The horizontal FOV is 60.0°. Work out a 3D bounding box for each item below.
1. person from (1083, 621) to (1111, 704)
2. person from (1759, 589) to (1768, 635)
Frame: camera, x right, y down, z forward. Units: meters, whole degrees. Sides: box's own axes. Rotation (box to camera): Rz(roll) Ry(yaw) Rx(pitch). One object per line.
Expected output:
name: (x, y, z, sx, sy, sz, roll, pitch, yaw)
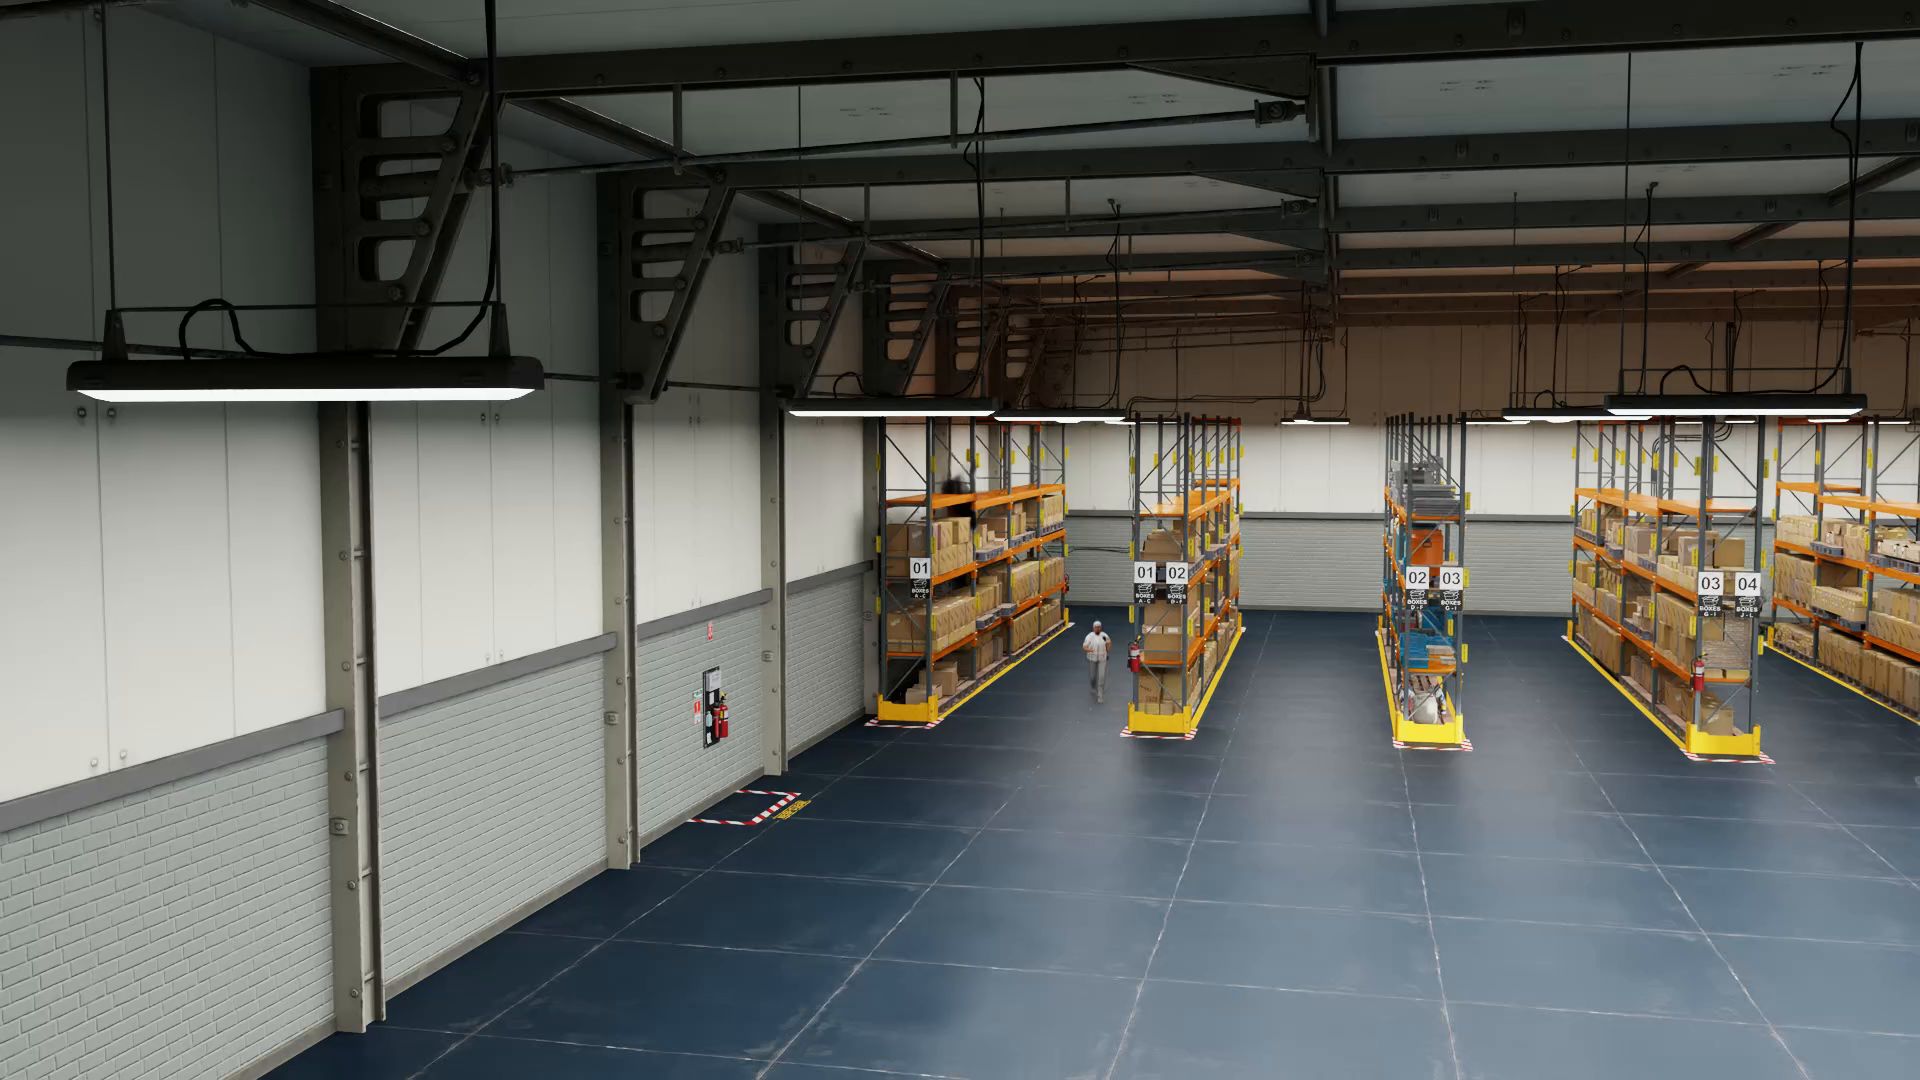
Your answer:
person: (2.876, 2.529, 34.828, 0.609, 1.667, 0.921, 0, 4, 1)
person: (21.506, 1.866, 44.919, 0.888, 1.645, 0.718, 0, 4, 2)
